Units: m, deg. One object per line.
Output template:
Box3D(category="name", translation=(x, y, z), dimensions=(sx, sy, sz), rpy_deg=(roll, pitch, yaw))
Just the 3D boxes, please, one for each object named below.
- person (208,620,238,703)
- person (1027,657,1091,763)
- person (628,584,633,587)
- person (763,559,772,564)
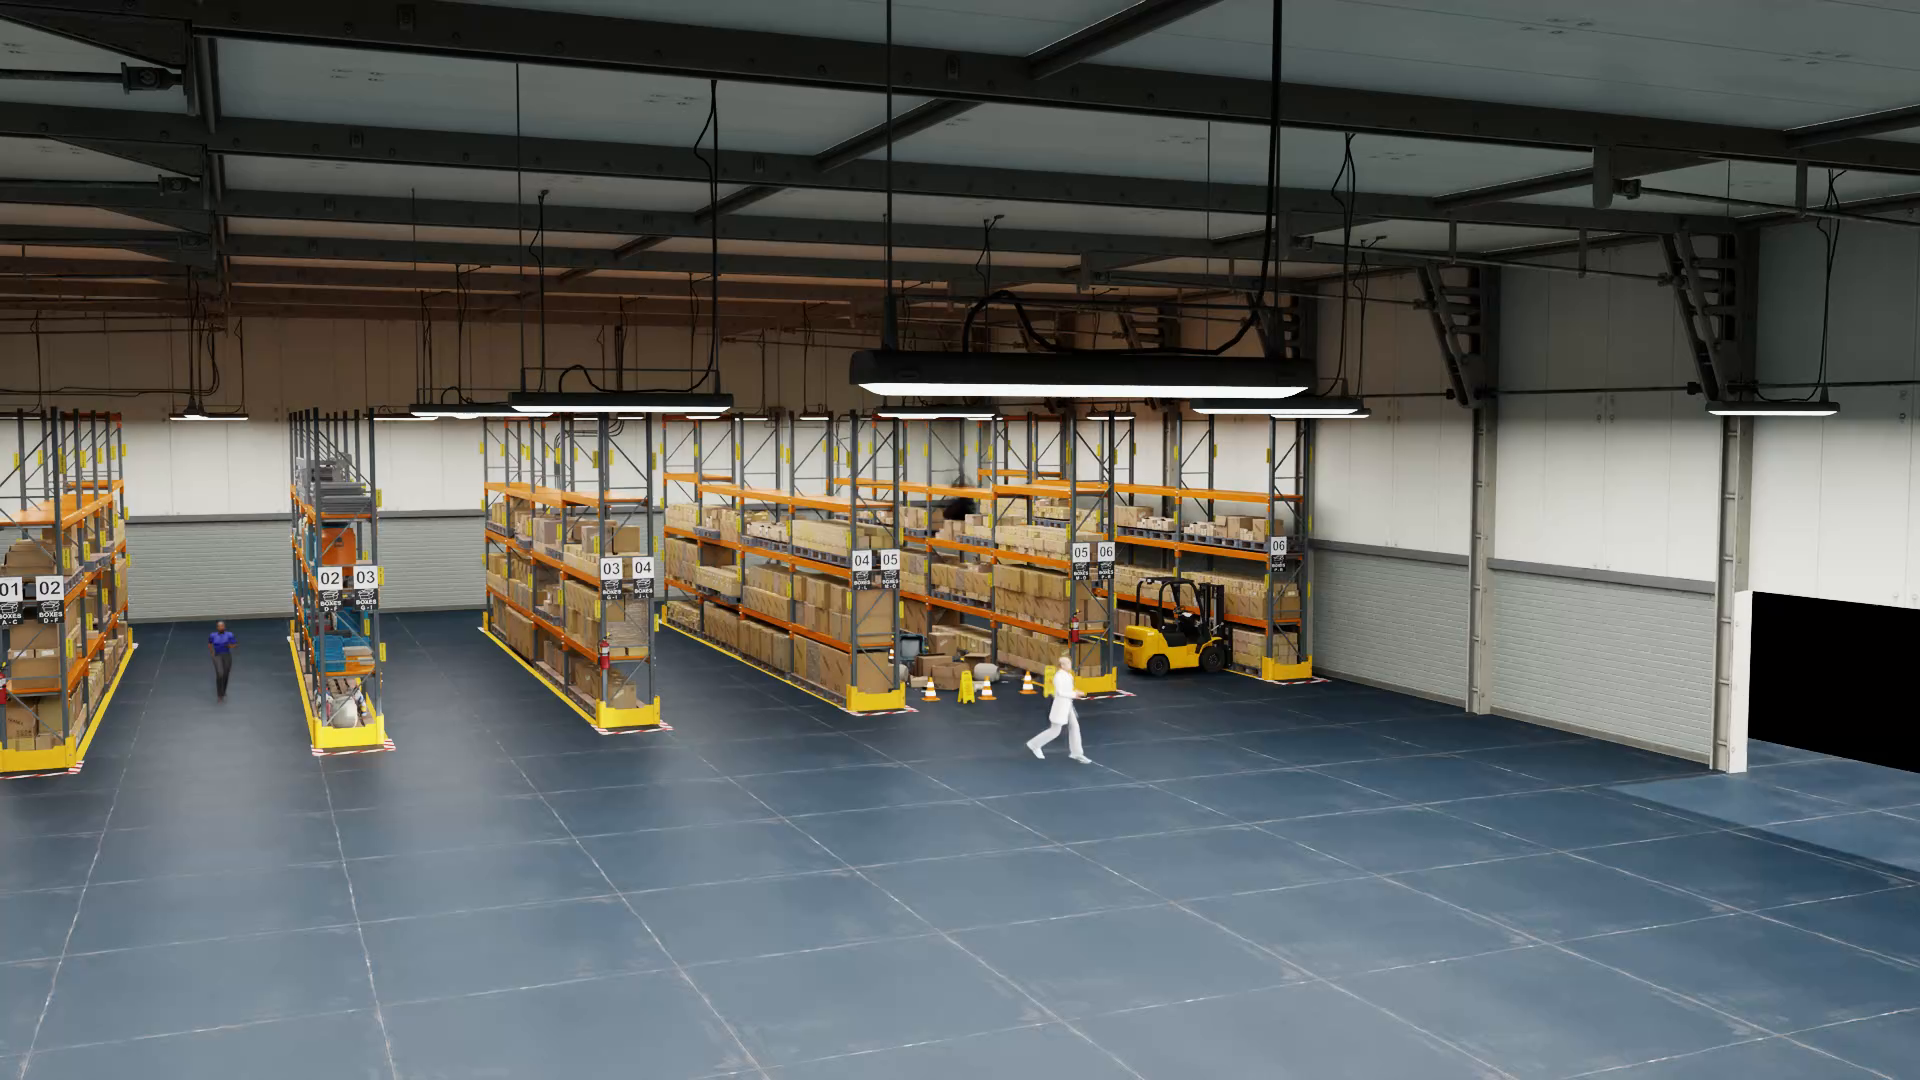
Box3D(category="person", translation=(-15.202, 2.512, 34.331), dimensions=(0.546, 1.725, 0.736), rpy_deg=(-2, 5, -28))
Box3D(category="person", translation=(1.686, 2.862, 28.094), dimensions=(1.061, 1.801, 0.720), rpy_deg=(1, 4, 17))
Box3D(category="person", translation=(-8.699, 1.702, 44.968), dimensions=(0.668, 1.760, 0.811), rpy_deg=(-2, 4, -24))
Box3D(category="person", translation=(-5.842, 1.381, 50.551), dimensions=(0.586, 1.620, 0.599), rpy_deg=(-1, 4, -20))
